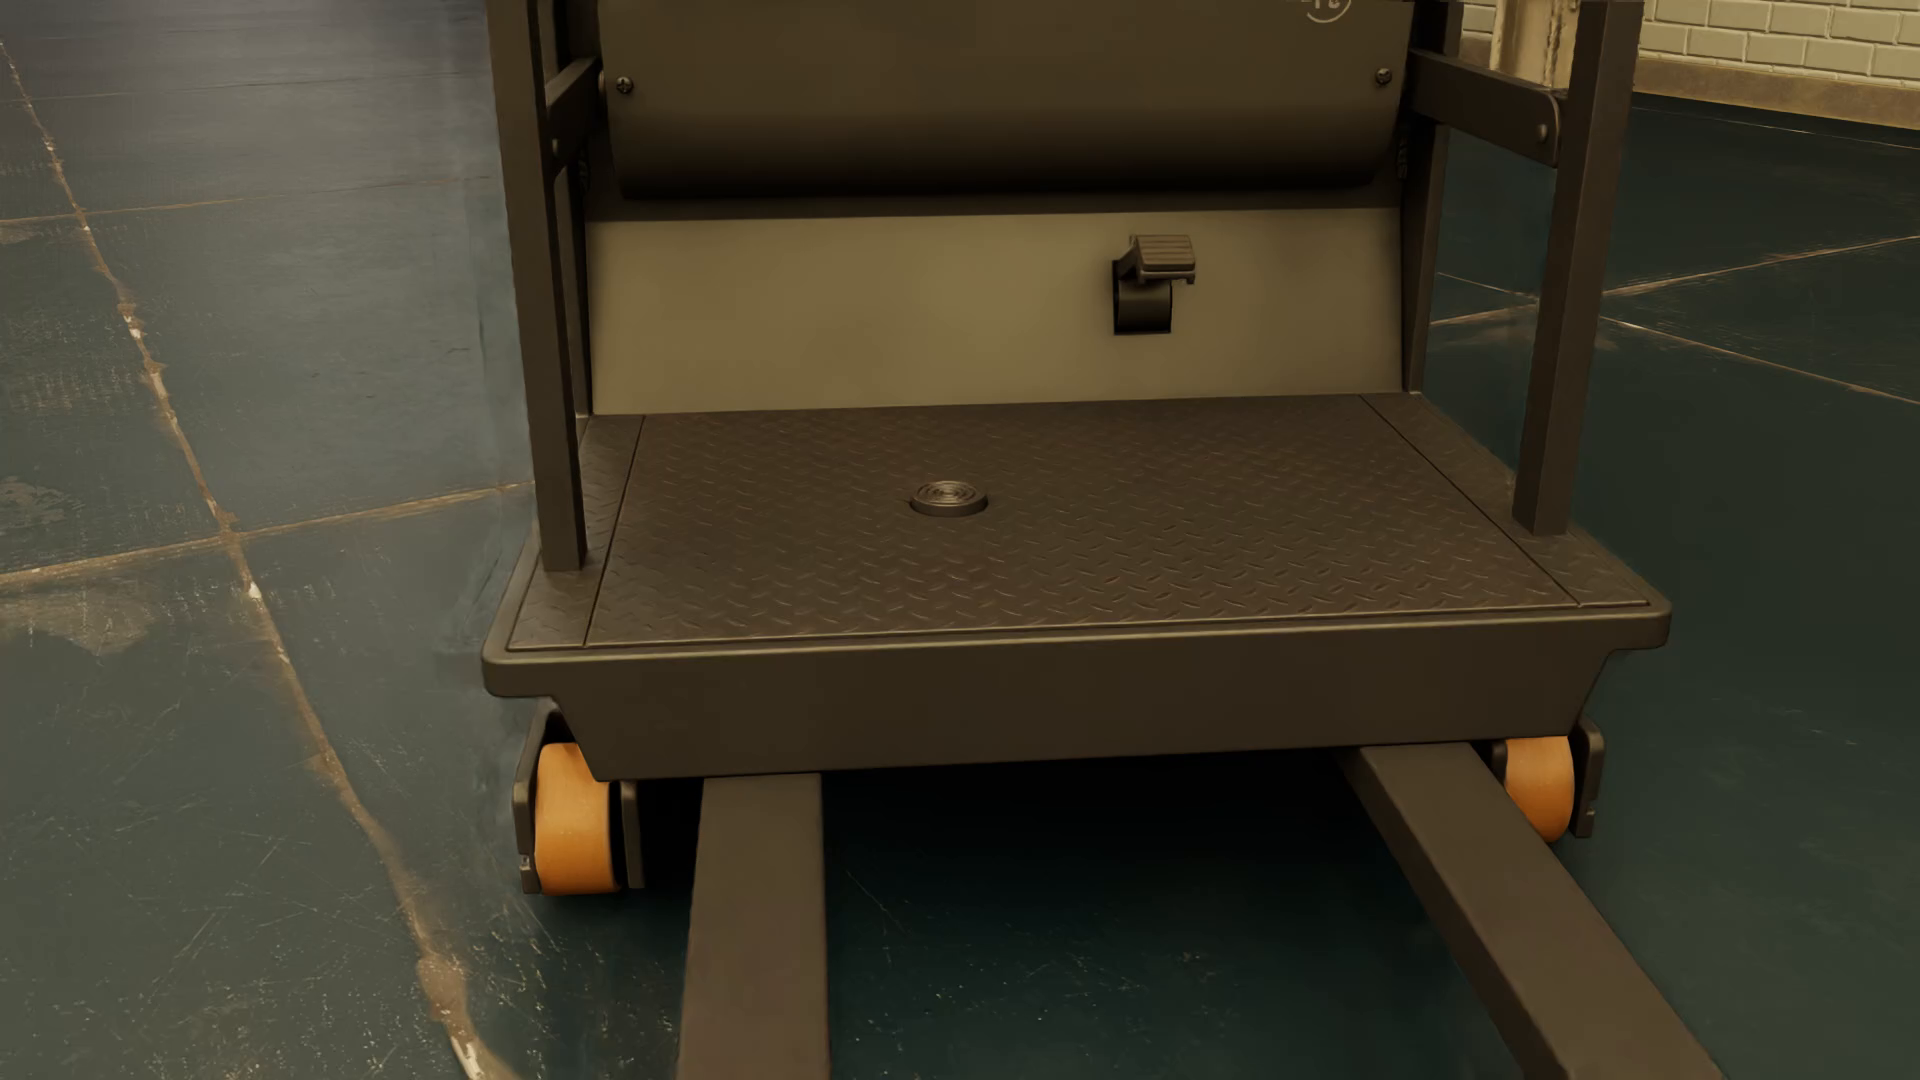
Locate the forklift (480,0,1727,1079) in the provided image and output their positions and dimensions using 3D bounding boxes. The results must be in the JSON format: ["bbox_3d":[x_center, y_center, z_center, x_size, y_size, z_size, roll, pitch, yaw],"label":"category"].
[{"bbox_3d":[0.079,-1.119,1.500,1.130,2.935,3.031,-2,22,-5],"label":"forklift"}]
